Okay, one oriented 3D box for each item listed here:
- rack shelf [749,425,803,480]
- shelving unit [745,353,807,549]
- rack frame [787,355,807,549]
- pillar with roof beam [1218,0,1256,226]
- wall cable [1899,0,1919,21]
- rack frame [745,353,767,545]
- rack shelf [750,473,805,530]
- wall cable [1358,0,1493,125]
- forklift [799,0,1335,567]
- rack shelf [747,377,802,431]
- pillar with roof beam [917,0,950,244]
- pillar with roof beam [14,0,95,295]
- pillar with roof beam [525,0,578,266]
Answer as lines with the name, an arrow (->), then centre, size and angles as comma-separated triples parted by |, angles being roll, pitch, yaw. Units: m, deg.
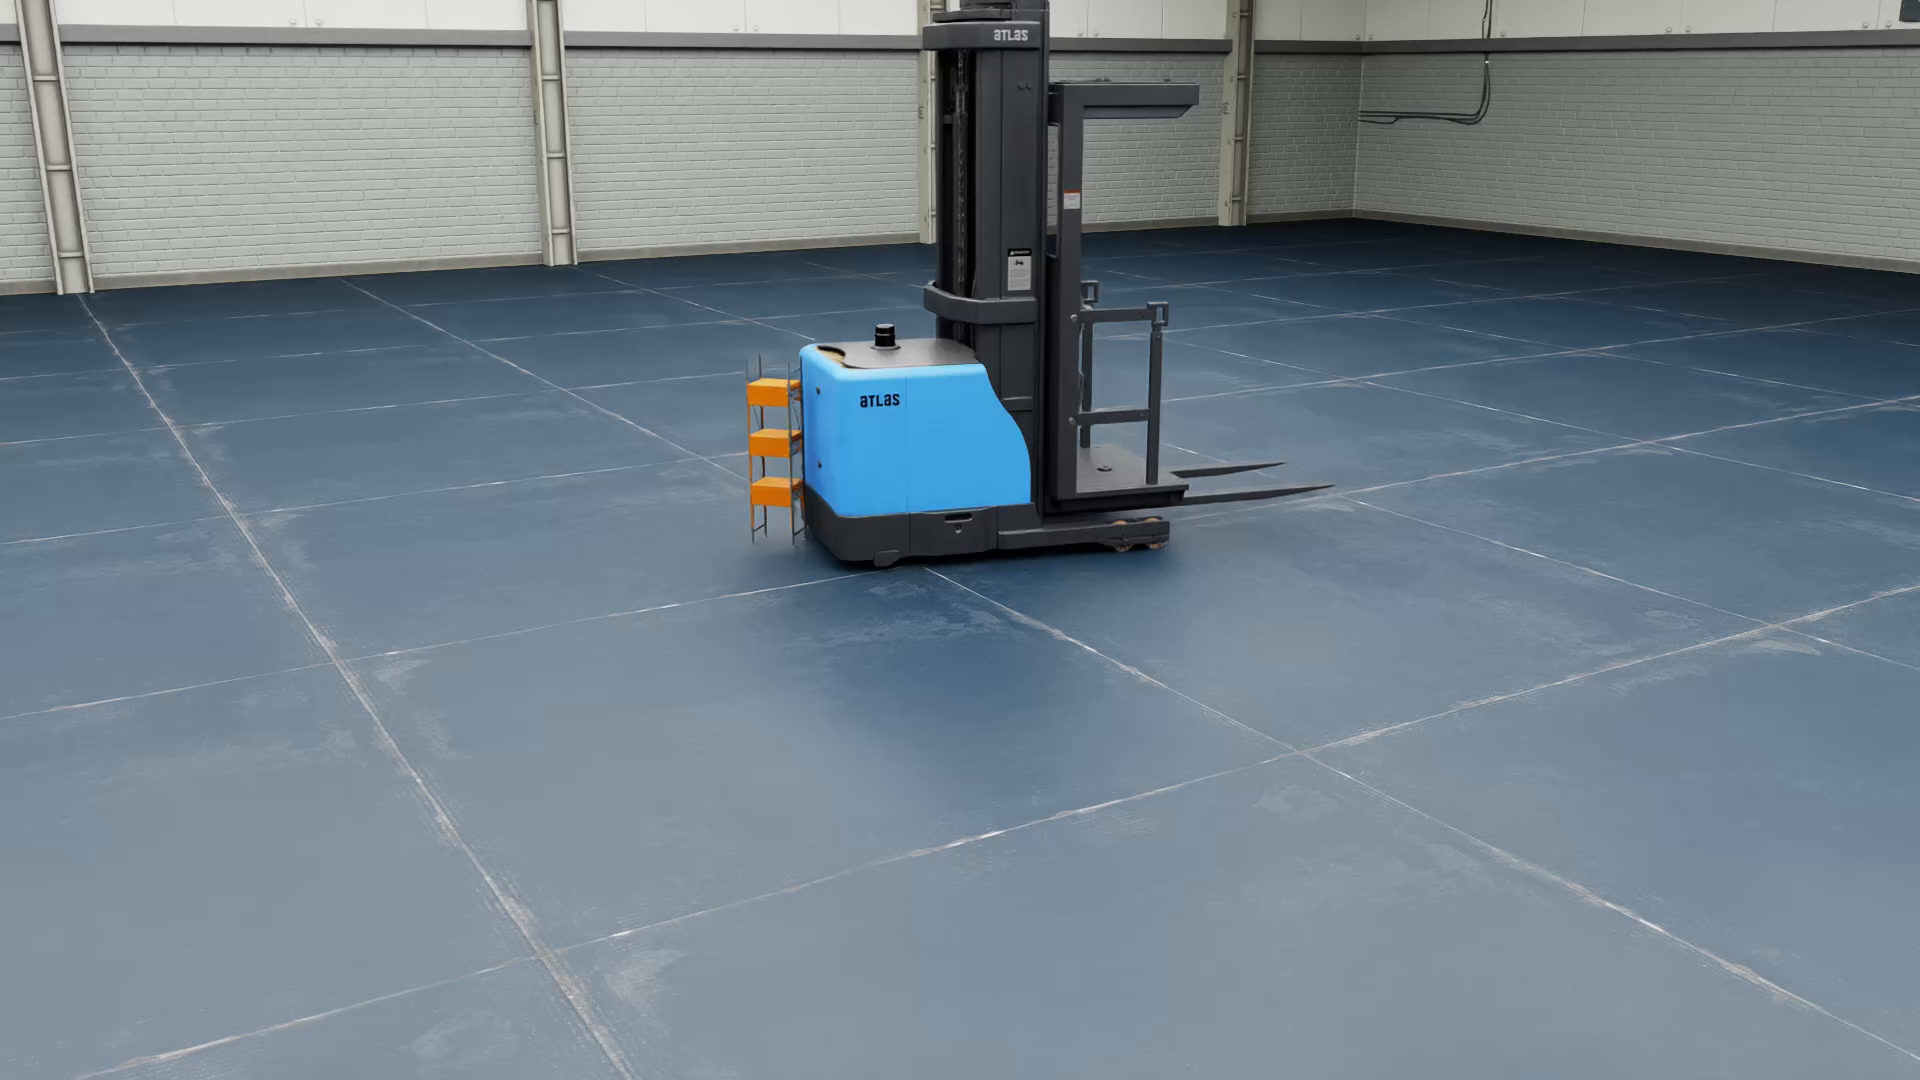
rack shelf -> -1.017, -0.483, 9.227 | 0.240, 0.259, 0.215 | 5, 16, 16
shelving unit -> -1.017, -0.493, 9.224 | 0.252, 1.050, 0.215 | 5, 16, 16
rack frame -> -0.900, -0.484, 9.190 | 0.008, 1.050, 0.200 | 5, 16, 16
pillar with roof beam -> 6.961, -8.834, 24.251 | 0.400, 9.000, 9.100 | -9, 18, -30
wall cable -> 12.826, -9.372, 19.871 | 0.169, 6.003, 2.305 | -9, 18, -30
rack frame -> -1.134, -0.503, 9.258 | 0.008, 1.050, 0.200 | 5, 16, 16
rack shelf -> -1.017, -0.215, 9.302 | 0.240, 0.259, 0.215 | 5, 16, 16
wall cable -> 7.950, -8.438, 28.593 | 0.112, 2.526, 3.097 | -9, 18, -30
forklift -> 0.657, -1.481, 9.263 | 3.031, 2.935, 1.130 | -5, 16, -17
rack shelf -> -1.017, -0.756, 9.150 | 0.240, 0.259, 0.215 | 5, 16, 16
pillar with roof beam -> 1.818, -8.000, 21.276 | 0.400, 9.000, 9.100 | -9, 18, -30
pillar with roof beam -> -8.469, -6.332, 15.325 | 0.400, 9.000, 9.100 | -9, 18, -30
pillar with roof beam -> -3.325, -7.166, 18.301 | 0.400, 9.000, 9.100 | -9, 18, -30
